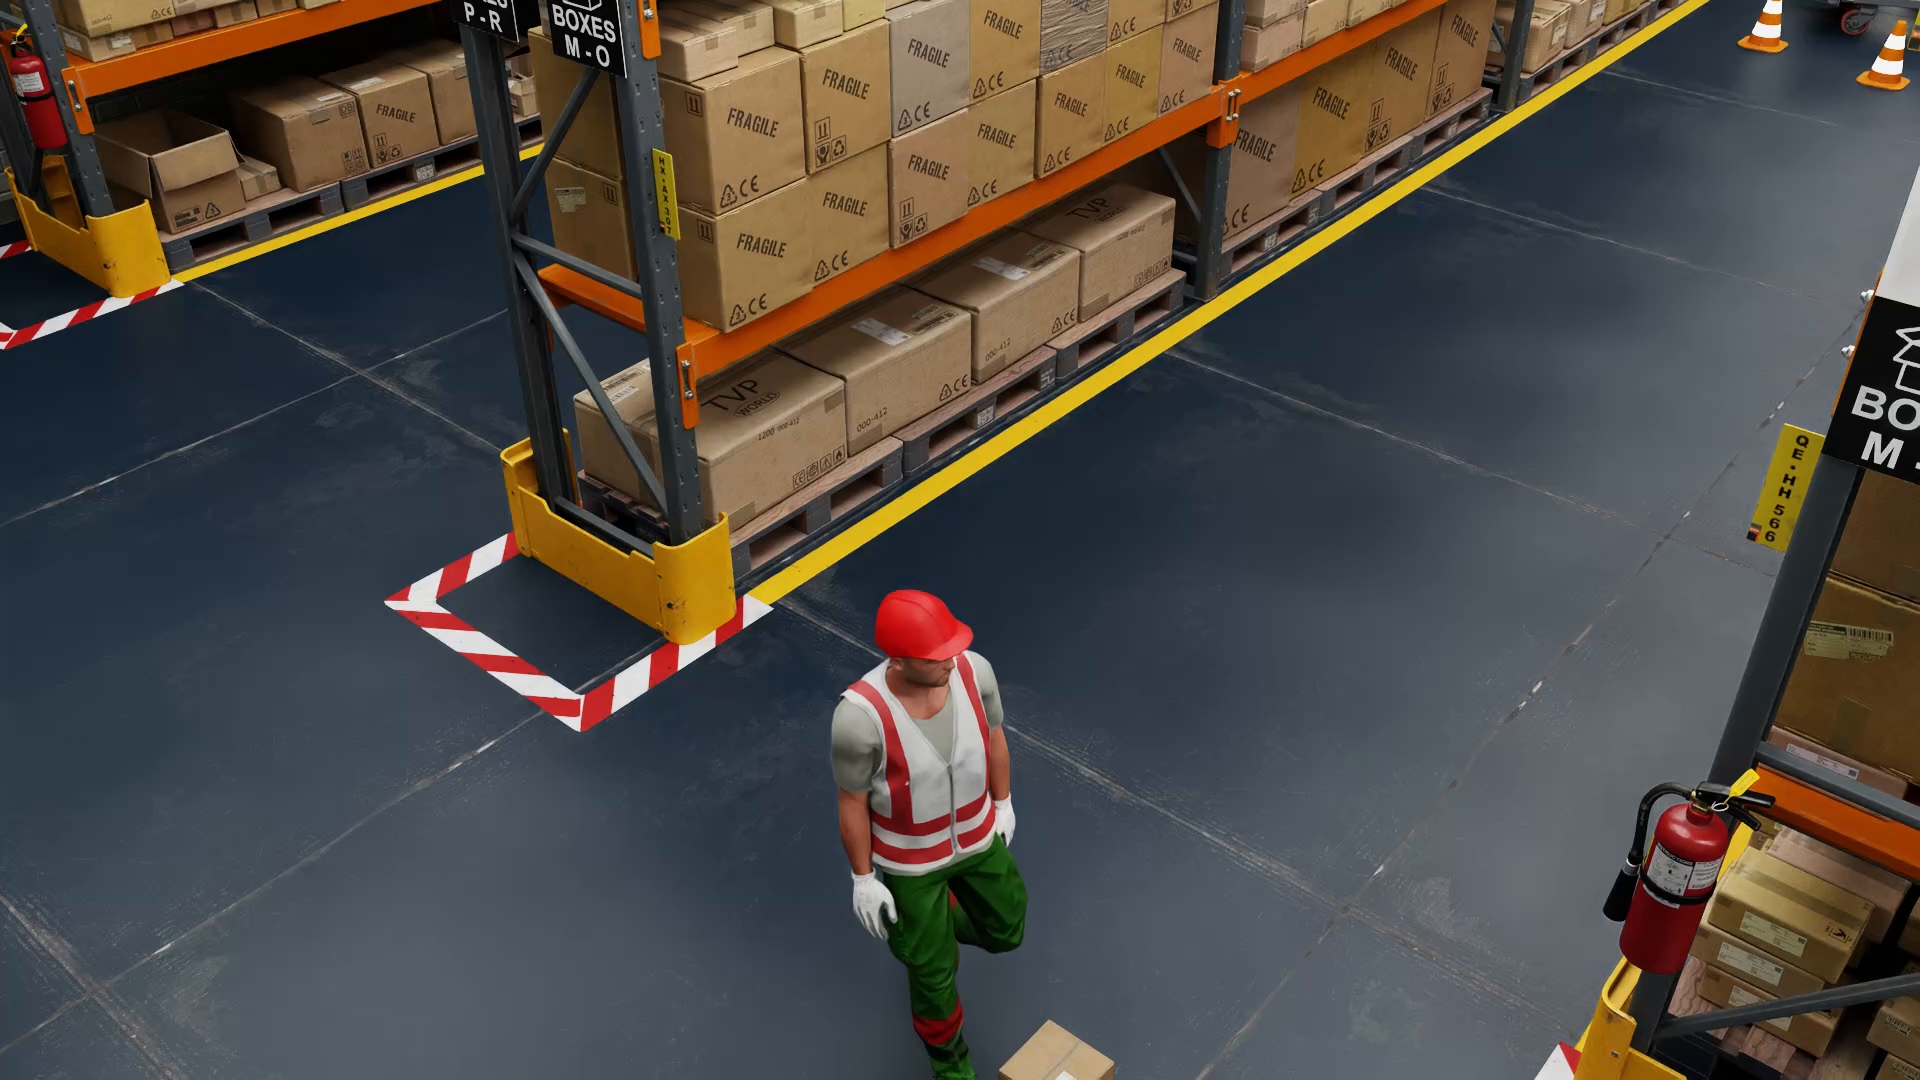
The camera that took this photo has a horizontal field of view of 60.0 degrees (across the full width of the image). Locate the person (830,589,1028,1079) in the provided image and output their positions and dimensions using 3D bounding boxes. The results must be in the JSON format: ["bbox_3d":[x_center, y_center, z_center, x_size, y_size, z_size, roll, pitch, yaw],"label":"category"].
[{"bbox_3d":[-0.054,0.907,4.830,0.590,1.769,0.792,-20,39,-26],"label":"person"}]
